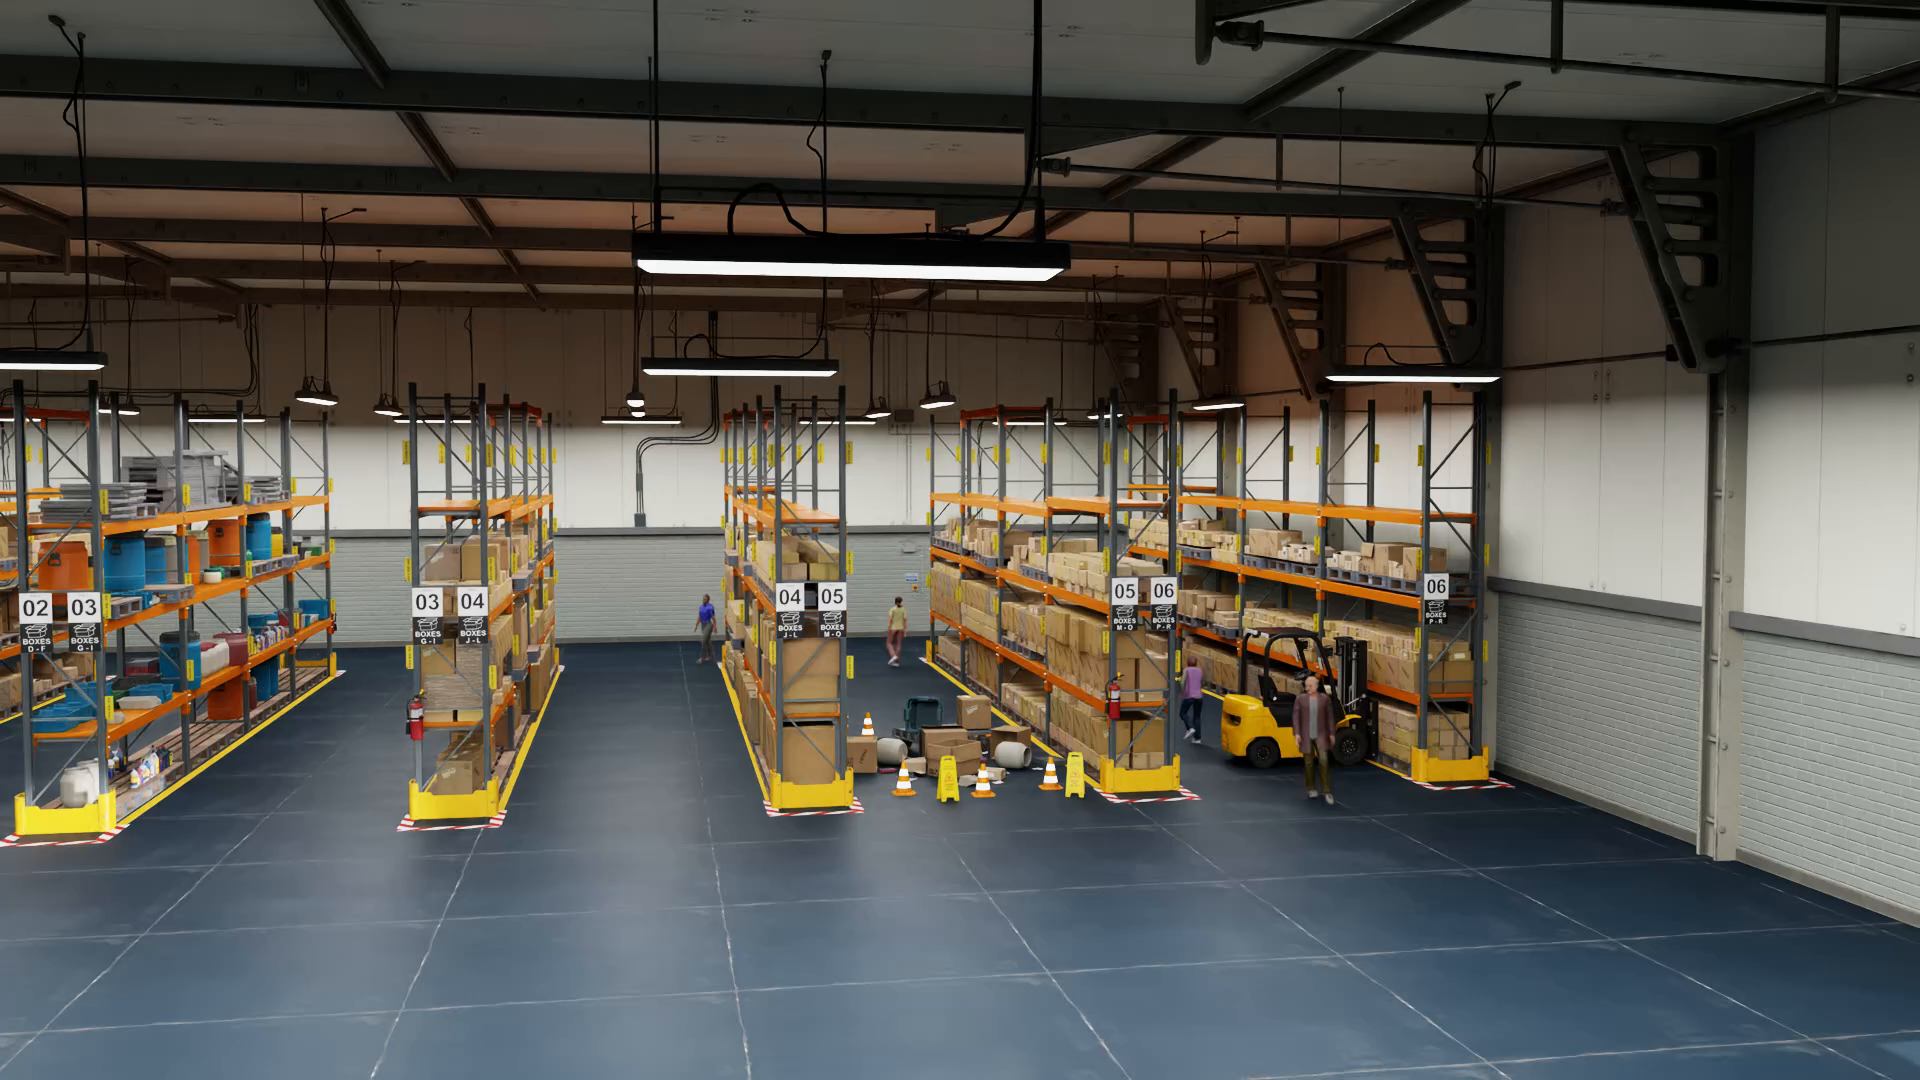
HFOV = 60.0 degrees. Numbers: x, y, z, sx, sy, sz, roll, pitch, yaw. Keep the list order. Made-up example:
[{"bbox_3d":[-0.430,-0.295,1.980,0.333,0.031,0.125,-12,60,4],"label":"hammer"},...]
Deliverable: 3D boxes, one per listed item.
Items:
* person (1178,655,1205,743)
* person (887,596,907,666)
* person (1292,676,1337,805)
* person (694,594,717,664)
[{"bbox_3d":[4.068,2.779,29.203,0.524,1.498,0.755,0,3,-9],"label":"person"},{"bbox_3d":[-1.477,2.164,39.388,0.485,1.671,0.487,-1,3,-14],"label":"person"},{"bbox_3d":[5.146,2.891,24.191,0.642,1.789,0.719,1,3,16],"label":"person"},{"bbox_3d":[-6.186,2.149,40.325,0.628,1.662,0.468,-3,4,-41],"label":"person"}]
